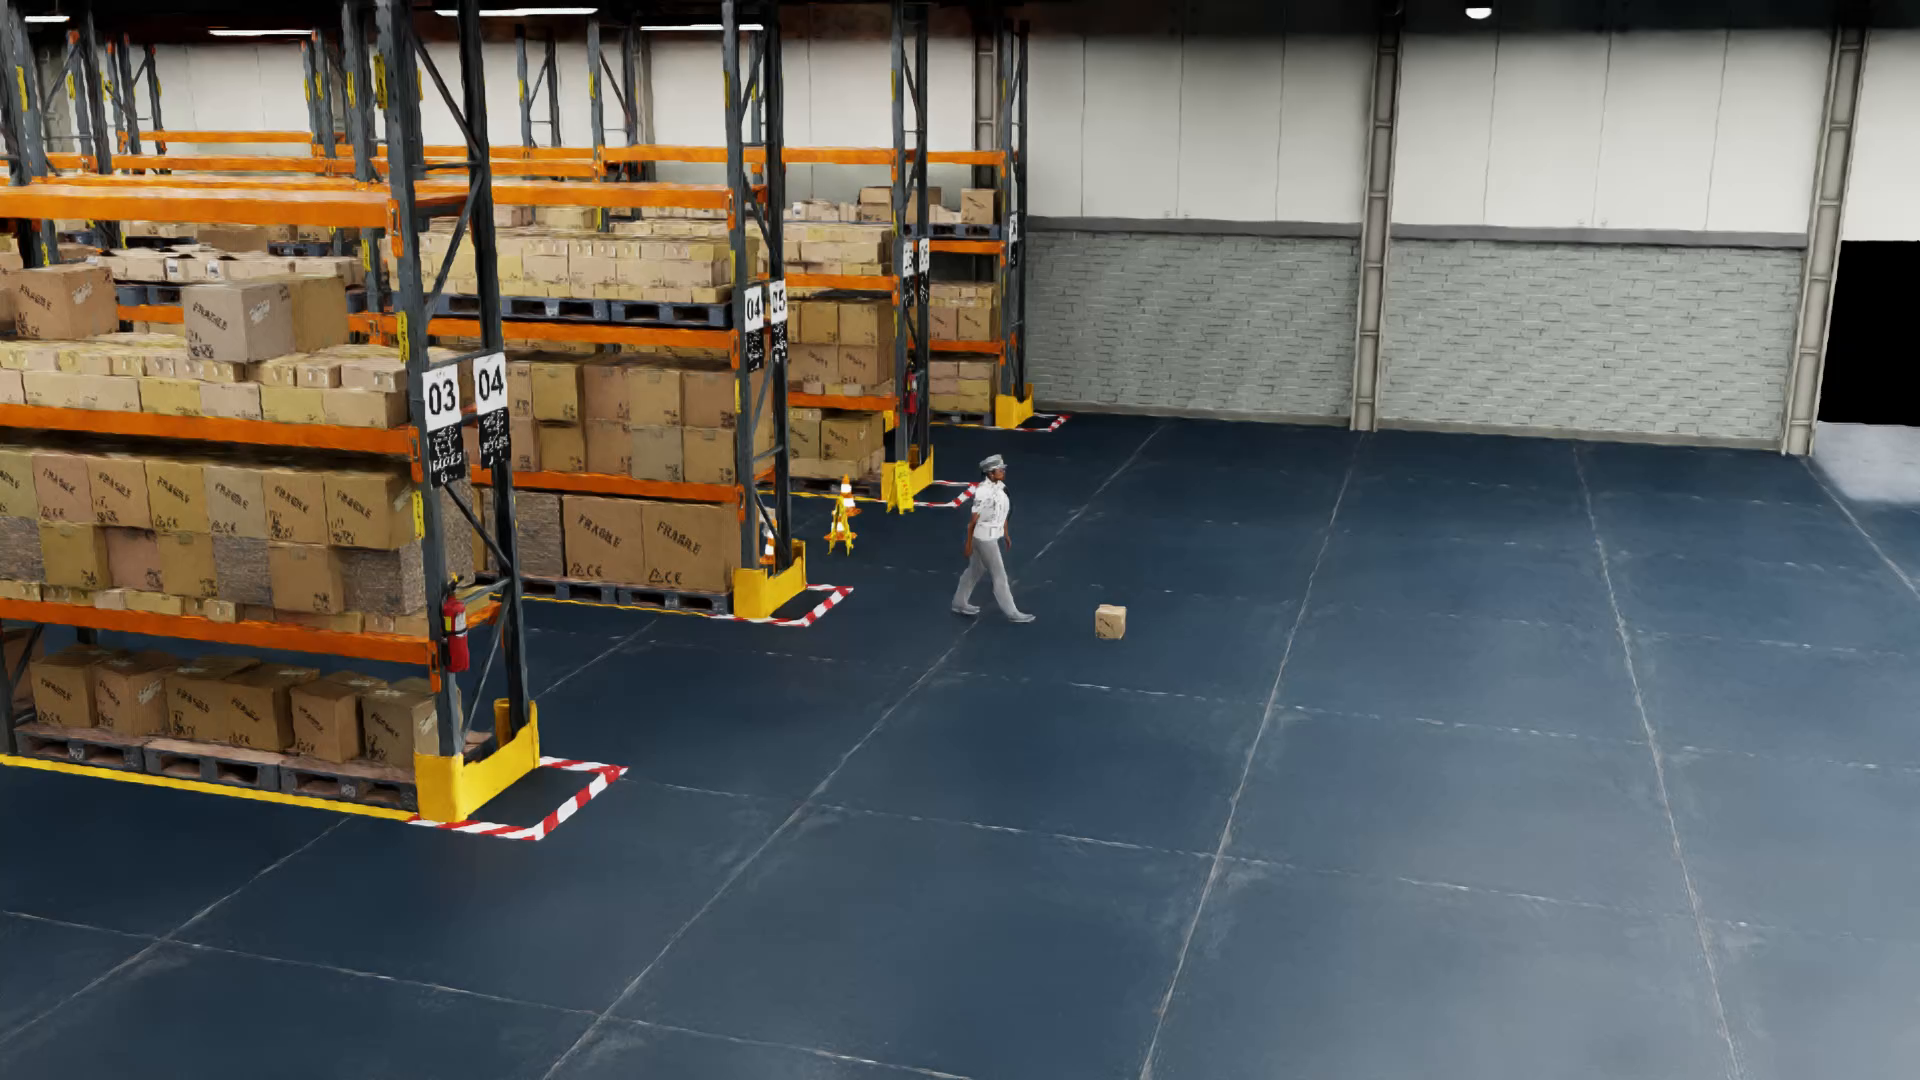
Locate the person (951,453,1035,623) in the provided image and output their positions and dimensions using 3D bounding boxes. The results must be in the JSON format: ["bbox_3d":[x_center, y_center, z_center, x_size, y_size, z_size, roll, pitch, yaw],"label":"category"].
[{"bbox_3d":[0.333,-0.041,16.050,0.915,1.636,0.519,6,16,23],"label":"person"}]
